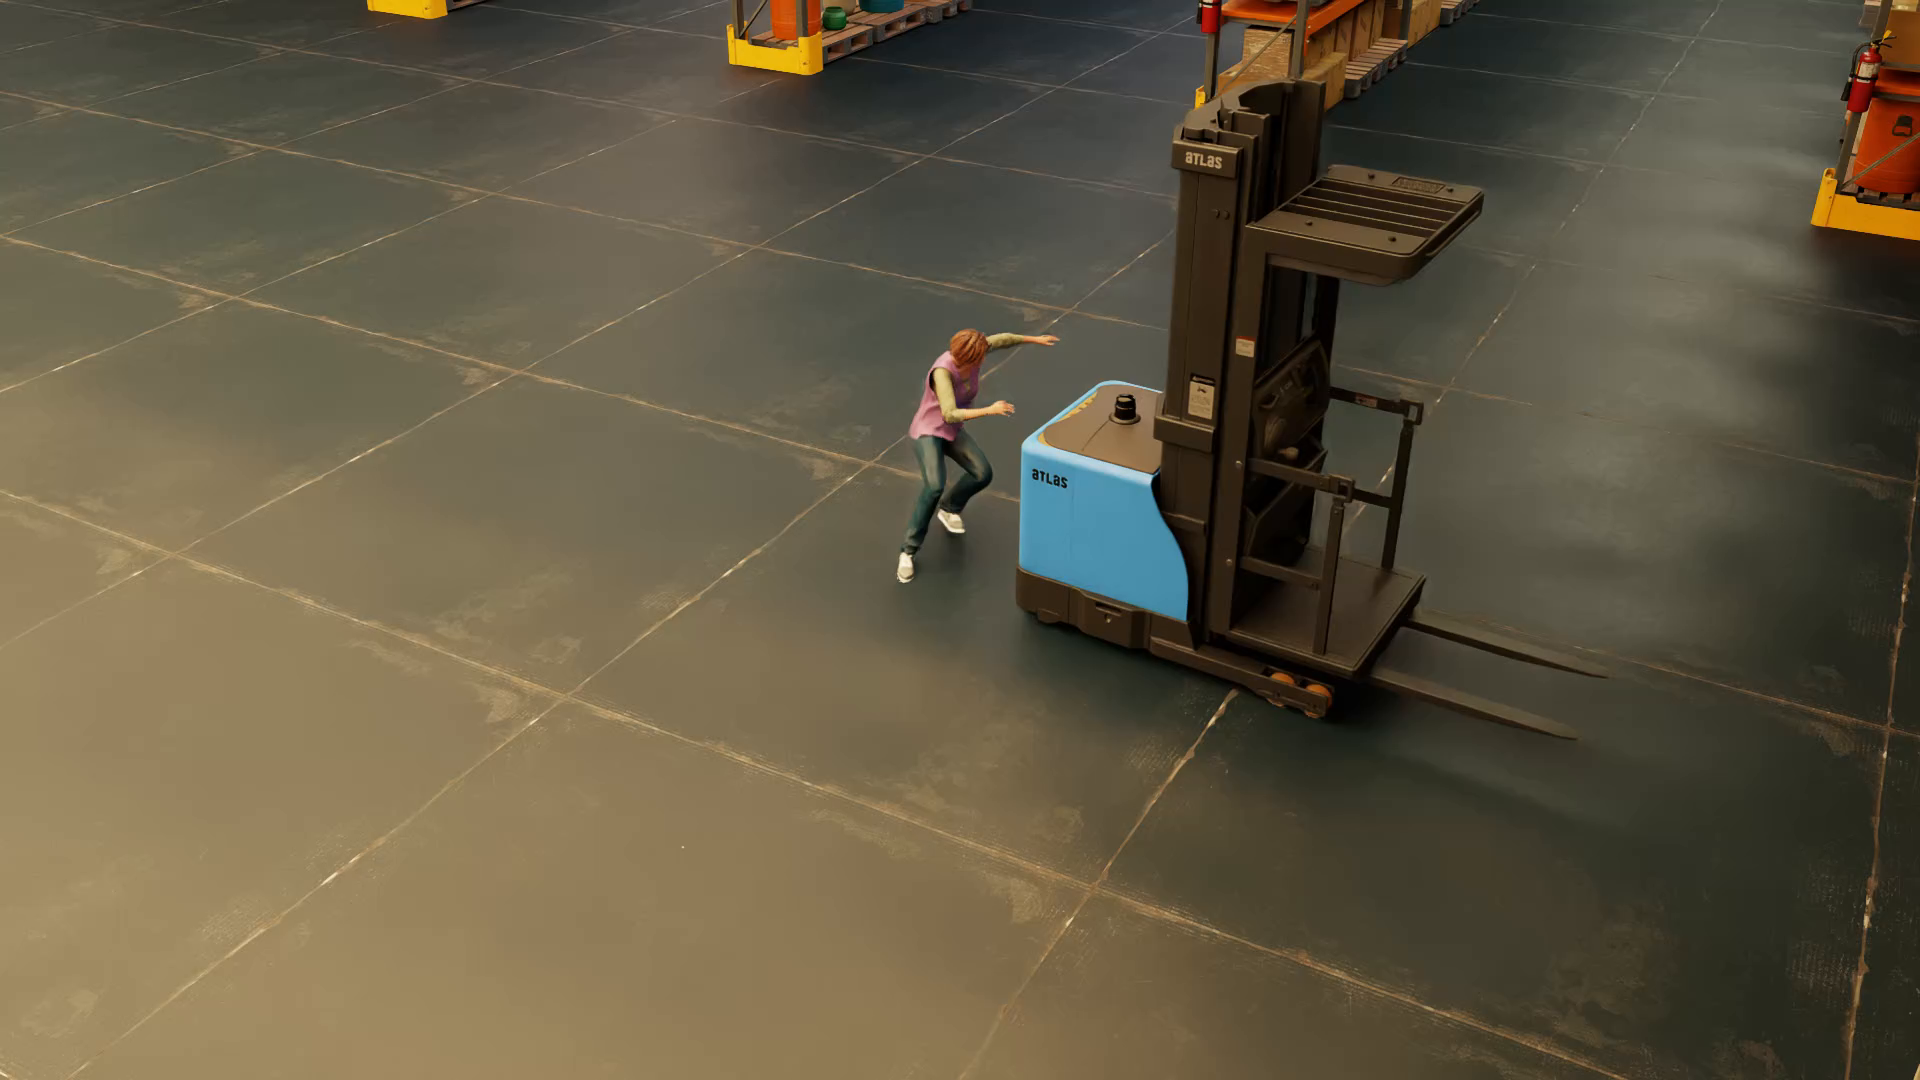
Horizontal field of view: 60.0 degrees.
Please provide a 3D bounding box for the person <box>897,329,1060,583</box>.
[{"bbox_3d":[0.065,-0.616,9.764,0.733,1.319,1.413,21,36,32],"label":"person"}]

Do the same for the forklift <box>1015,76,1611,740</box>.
[{"bbox_3d":[1.830,-0.671,8.233,3.031,2.935,1.130,17,34,27],"label":"forklift"}]
